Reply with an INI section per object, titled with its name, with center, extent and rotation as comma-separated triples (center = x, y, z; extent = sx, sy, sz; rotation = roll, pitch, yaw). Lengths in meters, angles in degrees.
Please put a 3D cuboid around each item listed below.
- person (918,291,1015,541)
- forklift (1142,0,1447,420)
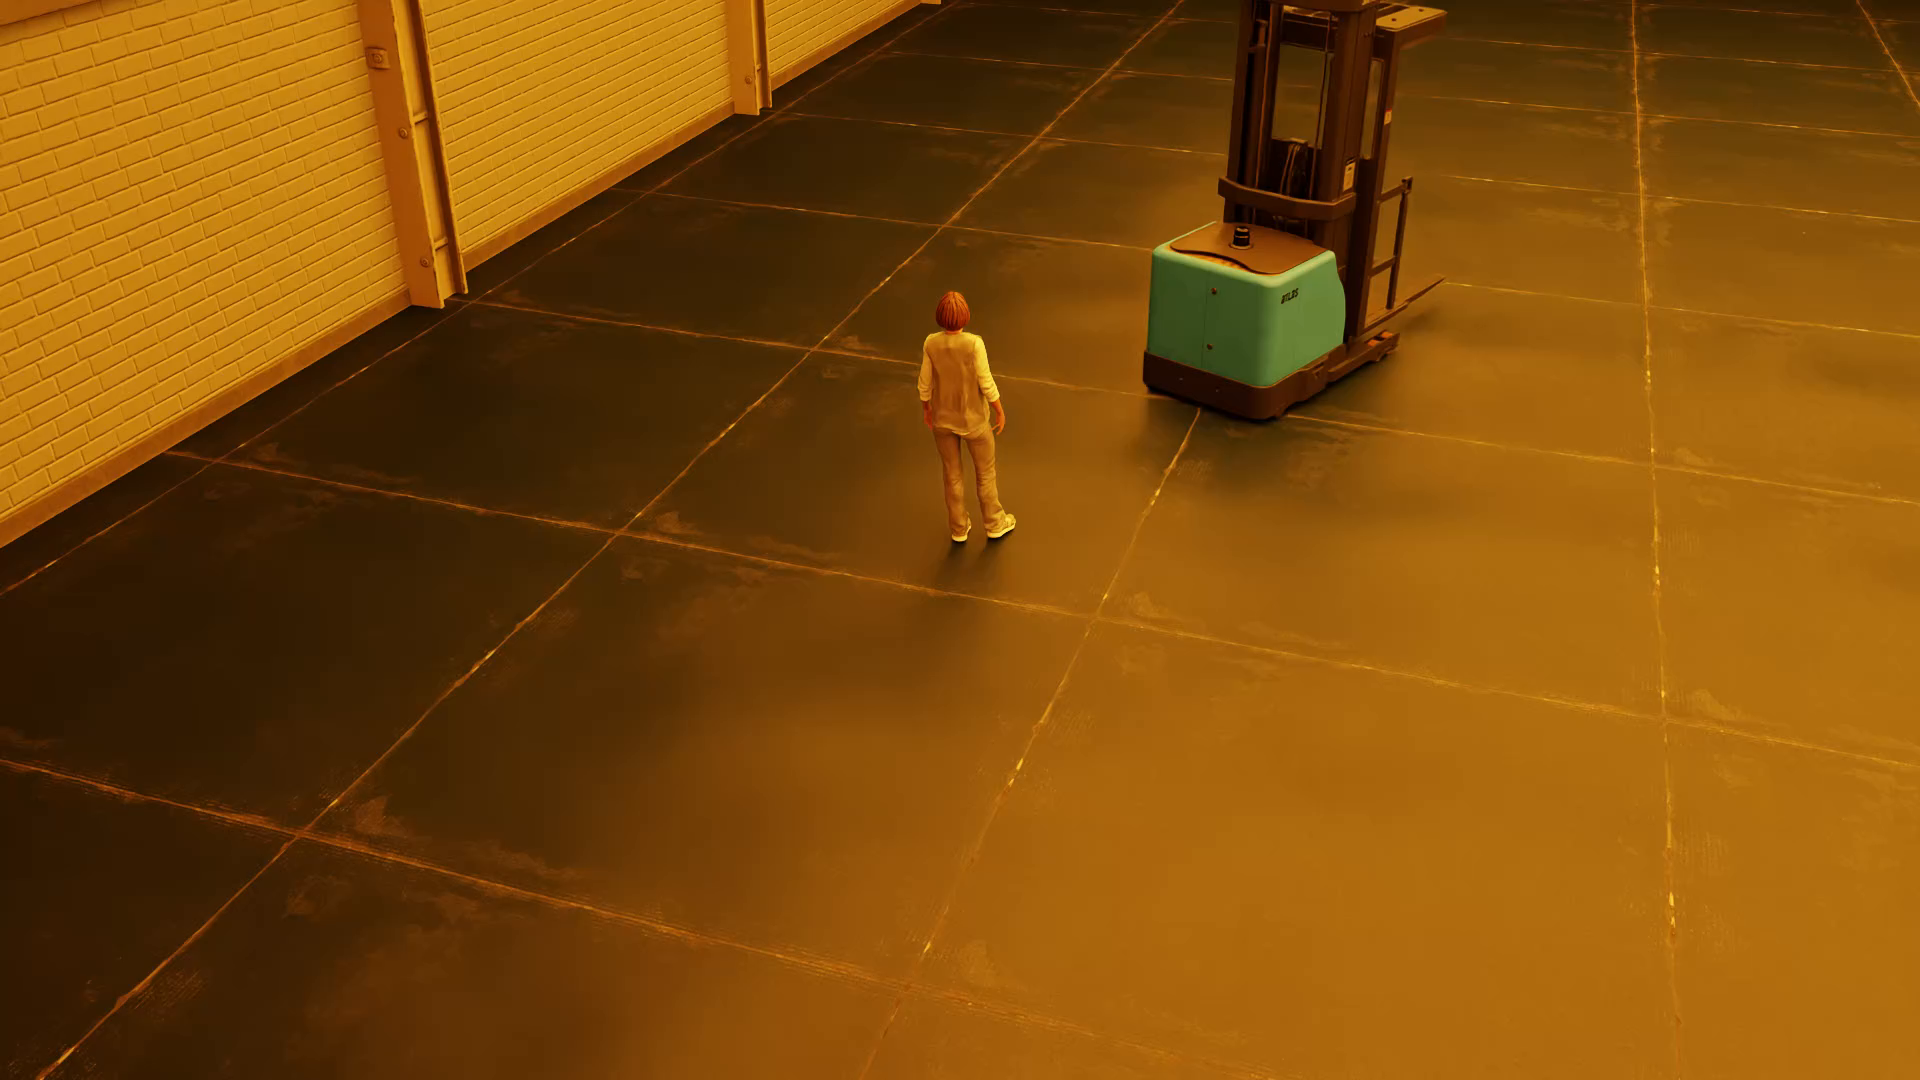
[person]
center = 0.038, -0.733, 9.754
extent = 0.520, 1.599, 0.473
rotation = 10, 31, 16
[forklift]
center = 2.659, -2.749, 11.959
extent = 1.130, 2.935, 3.031
rotation = 23, 37, 35
